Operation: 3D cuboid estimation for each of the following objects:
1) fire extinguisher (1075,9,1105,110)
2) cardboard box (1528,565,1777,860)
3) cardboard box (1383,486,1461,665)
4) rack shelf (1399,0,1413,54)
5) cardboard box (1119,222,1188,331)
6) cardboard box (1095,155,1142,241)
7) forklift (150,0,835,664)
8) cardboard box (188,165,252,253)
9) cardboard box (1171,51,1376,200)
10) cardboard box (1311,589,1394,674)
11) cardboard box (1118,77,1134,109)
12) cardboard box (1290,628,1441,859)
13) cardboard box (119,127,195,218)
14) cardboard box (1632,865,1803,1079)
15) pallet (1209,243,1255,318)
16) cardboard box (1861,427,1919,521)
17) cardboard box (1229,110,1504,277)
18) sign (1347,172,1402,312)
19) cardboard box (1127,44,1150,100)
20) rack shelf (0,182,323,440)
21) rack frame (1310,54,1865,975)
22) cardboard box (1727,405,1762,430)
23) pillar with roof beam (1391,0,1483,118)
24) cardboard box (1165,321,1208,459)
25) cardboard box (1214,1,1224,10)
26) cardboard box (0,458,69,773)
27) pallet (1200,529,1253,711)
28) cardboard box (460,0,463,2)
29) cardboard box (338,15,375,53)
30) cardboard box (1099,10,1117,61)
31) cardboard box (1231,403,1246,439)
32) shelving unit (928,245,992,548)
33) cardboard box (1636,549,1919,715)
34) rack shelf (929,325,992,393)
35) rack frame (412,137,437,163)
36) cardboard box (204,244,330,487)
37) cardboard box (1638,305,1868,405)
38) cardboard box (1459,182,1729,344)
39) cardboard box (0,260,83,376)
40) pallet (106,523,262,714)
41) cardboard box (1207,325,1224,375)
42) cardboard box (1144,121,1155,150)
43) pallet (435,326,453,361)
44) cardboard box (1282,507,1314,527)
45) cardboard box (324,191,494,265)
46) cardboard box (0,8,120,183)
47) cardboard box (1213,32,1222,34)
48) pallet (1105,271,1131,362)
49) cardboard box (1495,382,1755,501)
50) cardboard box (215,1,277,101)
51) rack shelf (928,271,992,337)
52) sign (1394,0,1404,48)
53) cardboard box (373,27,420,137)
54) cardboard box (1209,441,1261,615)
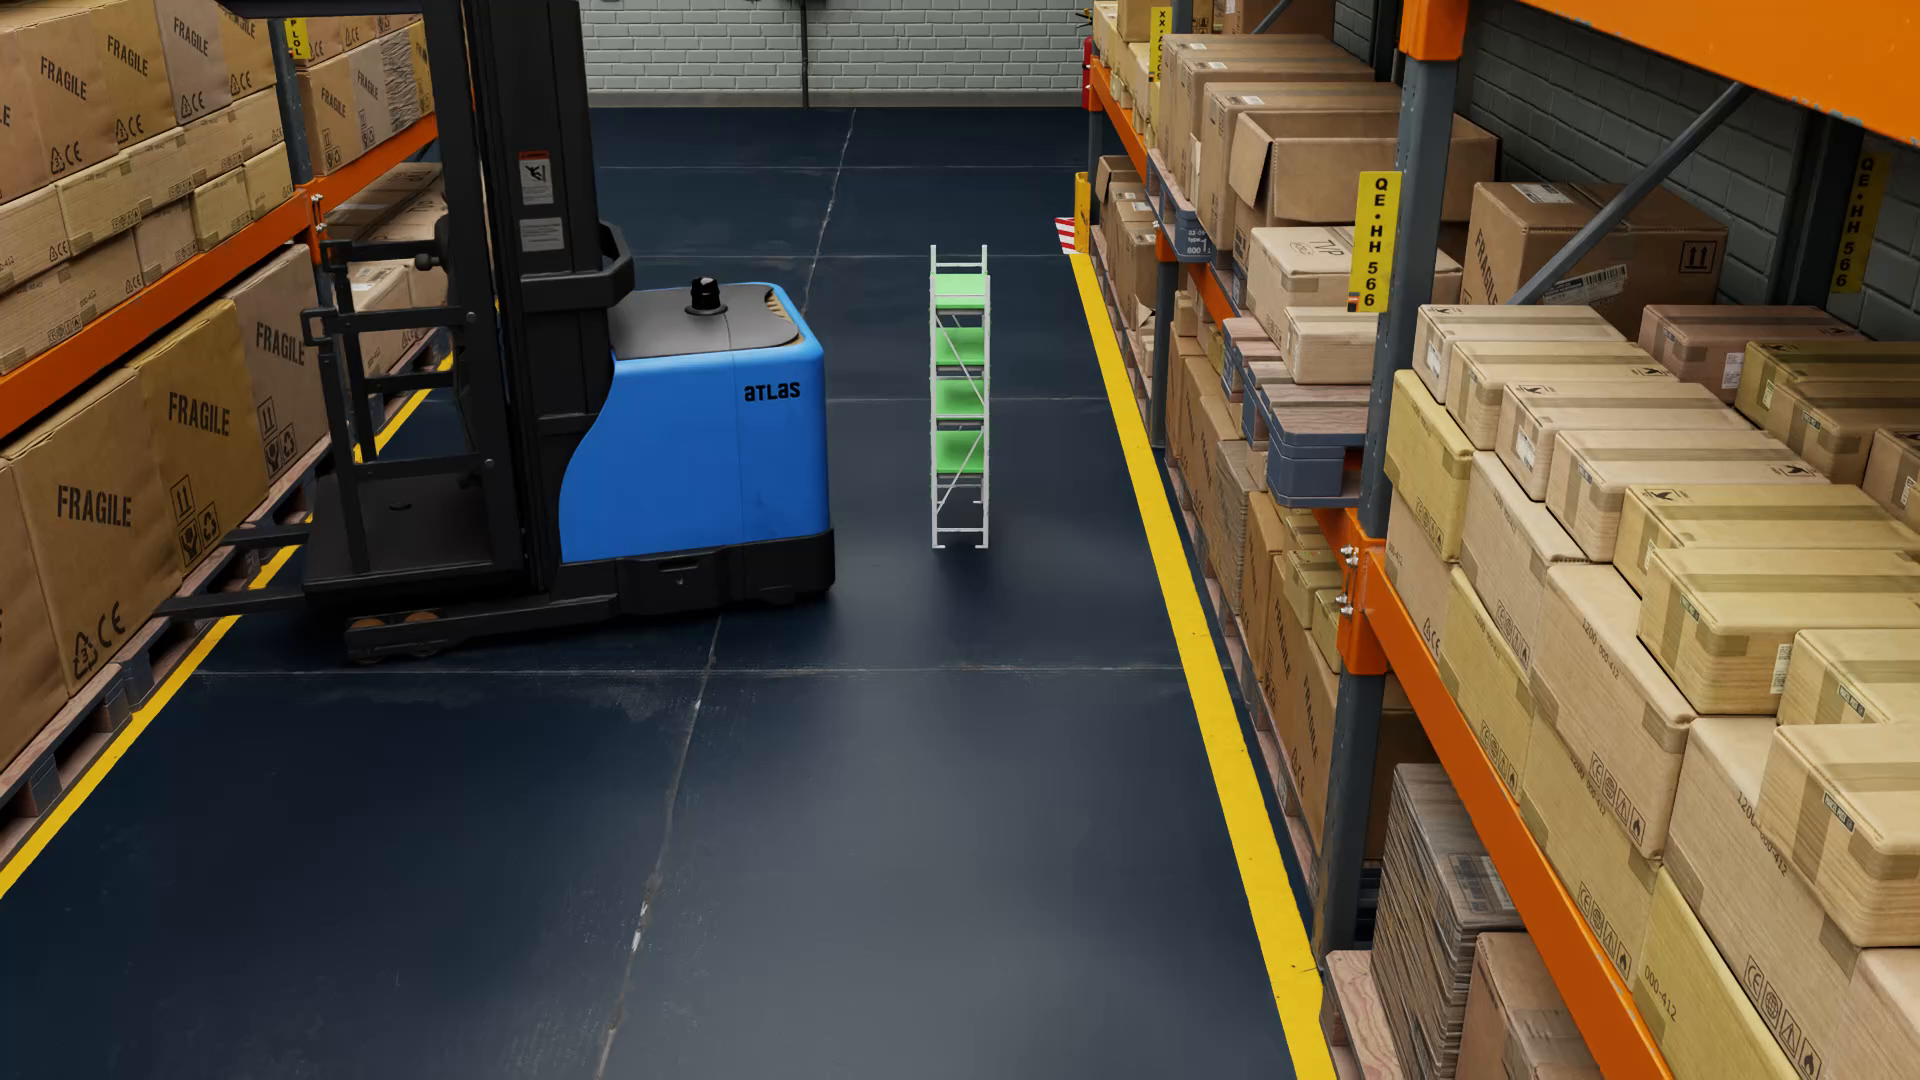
[{"bbox_3d":[0.941,-3.343,11.548,0.296,0.674,0.183,0,24,-1],"label":"fire extinguisher"},{"bbox_3d":[1.244,0.253,2.625,0.500,0.250,0.500,-1,24,-2],"label":"cardboard box"},{"bbox_3d":[1.252,0.059,3.661,0.500,0.250,0.500,0,24,0],"label":"cardboard box"},{"bbox_3d":[1.470,-2.056,5.389,1.077,0.370,4.000,0,24,-1],"label":"rack shelf"},{"bbox_3d":[1.298,-1.509,9.471,0.700,0.500,0.500,-1,24,-3],"label":"cardboard box"},{"bbox_3d":[1.317,-2.291,11.196,0.797,0.503,0.637,-1,24,-3],"label":"cardboard box"},{"bbox_3d":[-2.079,-1.115,6.159,3.031,2.935,1.130,-7,25,-14],"label":"forklift"},{"bbox_3d":[-3.254,-1.356,6.789,0.500,0.250,0.500,-1,24,-1],"label":"cardboard box"},{"bbox_3d":[1.236,-1.665,6.660,0.700,0.500,0.500,0,24,0],"label":"cardboard box"},{"bbox_3d":[1.233,0.256,4.780,0.380,0.149,0.250,-1,24,-3],"label":"cardboard box"},{"bbox_3d":[1.121,-2.599,9.662,0.380,0.149,0.250,0,24,1],"label":"cardboard box"},{"bbox_3d":[1.272,0.581,4.849,0.500,0.500,0.500,0,24,1],"label":"cardboard box"},{"bbox_3d":[-3.243,-1.377,6.230,0.500,0.250,0.500,0,24,1],"label":"cardboard box"},{"bbox_3d":[1.269,0.692,2.261,0.500,0.250,0.500,1,24,1],"label":"cardboard box"},{"bbox_3d":[1.466,-0.907,5.849,1.003,0.211,1.213,0,24,-1],"label":"pallet"},{"bbox_3d":[1.827,-0.086,2.892,0.380,0.149,0.250,-1,24,-2],"label":"cardboard box"},{"bbox_3d":[1.289,-1.103,5.415,0.797,0.503,0.637,-1,24,-2],"label":"cardboard box"},{"bbox_3d":[0.949,-0.678,3.801,0.100,0.325,0.005,0,24,-1],"label":"sign"},{"bbox_3d":[1.186,-2.529,9.023,0.500,0.250,0.500,0,24,-1],"label":"cardboard box"},{"bbox_3d":[-3.493,-0.666,5.955,1.077,0.370,4.000,0,24,-1],"label":"rack shelf"},{"bbox_3d":[1.492,-0.193,4.037,1.000,3.000,0.127,0,24,-1],"label":"rack frame"},{"bbox_3d":[1.775,-0.169,3.559,0.500,0.250,0.500,0,24,1],"label":"cardboard box"},{"bbox_3d":[-1.963,-4.846,7.046,9.100,9.000,0.400,0,24,-1],"label":"pillar with roof beam"},{"bbox_3d":[1.229,-0.694,7.667,0.500,0.500,0.500,1,24,2],"label":"cardboard box"},{"bbox_3d":[1.675,-3.369,10.879,0.500,0.250,0.500,0,24,1],"label":"cardboard box"},{"bbox_3d":[-3.396,0.322,4.966,0.875,0.875,0.875,0,24,-1],"label":"cardboard box"},{"bbox_3d":[1.511,0.268,6.401,1.003,0.211,1.213,0,24,-1],"label":"pallet"},{"bbox_3d":[-3.280,-3.554,10.134,0.500,0.500,0.500,0,24,0],"label":"cardboard box"},{"bbox_3d":[-3.277,-2.724,8.299,0.500,0.500,0.500,-1,24,-1],"label":"cardboard box"},{"bbox_3d":[1.146,-3.161,10.420,0.500,0.250,0.500,0,24,0],"label":"cardboard box"},{"bbox_3d":[1.263,-0.503,6.458,0.380,0.149,0.250,1,24,1],"label":"cardboard box"},{"bbox_3d":[-0.002,-0.615,7.154,0.258,1.200,0.503,0,24,-1],"label":"shelving unit"},{"bbox_3d":[1.225,0.130,2.414,0.380,0.149,0.250,0,24,1],"label":"cardboard box"},{"bbox_3d":[-0.002,-0.775,7.081,0.258,0.148,0.480,0,24,-1],"label":"rack shelf"},{"bbox_3d":[-3.559,-3.466,11.273,1.000,3.000,0.127,0,24,-1],"label":"rack frame"},{"bbox_3d":[-3.428,-0.786,7.416,0.875,0.875,0.875,0,24,1],"label":"cardboard box"},{"bbox_3d":[1.698,-0.401,3.589,0.380,0.149,0.250,1,24,1],"label":"cardboard box"},{"bbox_3d":[1.643,-0.643,4.401,0.500,0.500,0.500,1,24,2],"label":"cardboard box"},{"bbox_3d":[-3.248,-0.732,5.409,0.500,0.250,0.500,1,24,1],"label":"cardboard box"},{"bbox_3d":[-3.415,0.275,6.387,1.003,0.211,1.213,0,24,-1],"label":"pallet"},{"bbox_3d":[1.281,-0.821,7.162,0.380,0.149,0.250,-1,24,-3],"label":"cardboard box"},{"bbox_3d":[1.141,-2.071,8.495,0.380,0.149,0.250,0,24,1],"label":"cardboard box"},{"bbox_3d":[-3.461,-1.365,10.011,1.003,0.211,1.213,0,24,-1],"label":"pallet"},{"bbox_3d":[1.283,-0.074,5.509,0.380,0.149,0.250,0,24,1],"label":"cardboard box"},{"bbox_3d":[-3.433,-1.841,10.281,0.875,0.438,0.875,0,24,1],"label":"cardboard box"},{"bbox_3d":[-3.240,-1.500,5.593,0.500,0.500,0.500,0,24,0],"label":"cardboard box"},{"bbox_3d":[1.686,-2.737,9.482,0.500,0.250,0.500,0,24,-1],"label":"cardboard box"},{"bbox_3d":[1.426,-1.358,9.996,1.003,0.211,1.213,0,24,-1],"label":"pallet"},{"bbox_3d":[1.234,-0.186,3.112,0.380,0.149,0.250,0,24,1],"label":"cardboard box"},{"bbox_3d":[-3.259,-2.136,6.998,0.500,0.500,0.500,1,24,1],"label":"cardboard box"},{"bbox_3d":[-0.002,-0.994,6.982,0.258,0.148,0.480,0,24,-1],"label":"rack shelf"},{"bbox_3d":[2.003,-2.373,7.452,0.100,0.325,0.005,0,24,-1],"label":"sign"},{"bbox_3d":[-3.259,-2.470,8.950,0.500,0.500,0.500,0,24,0],"label":"cardboard box"},{"bbox_3d":[1.245,-0.055,6.255,0.500,0.500,0.500,-1,24,-2],"label":"cardboard box"}]
